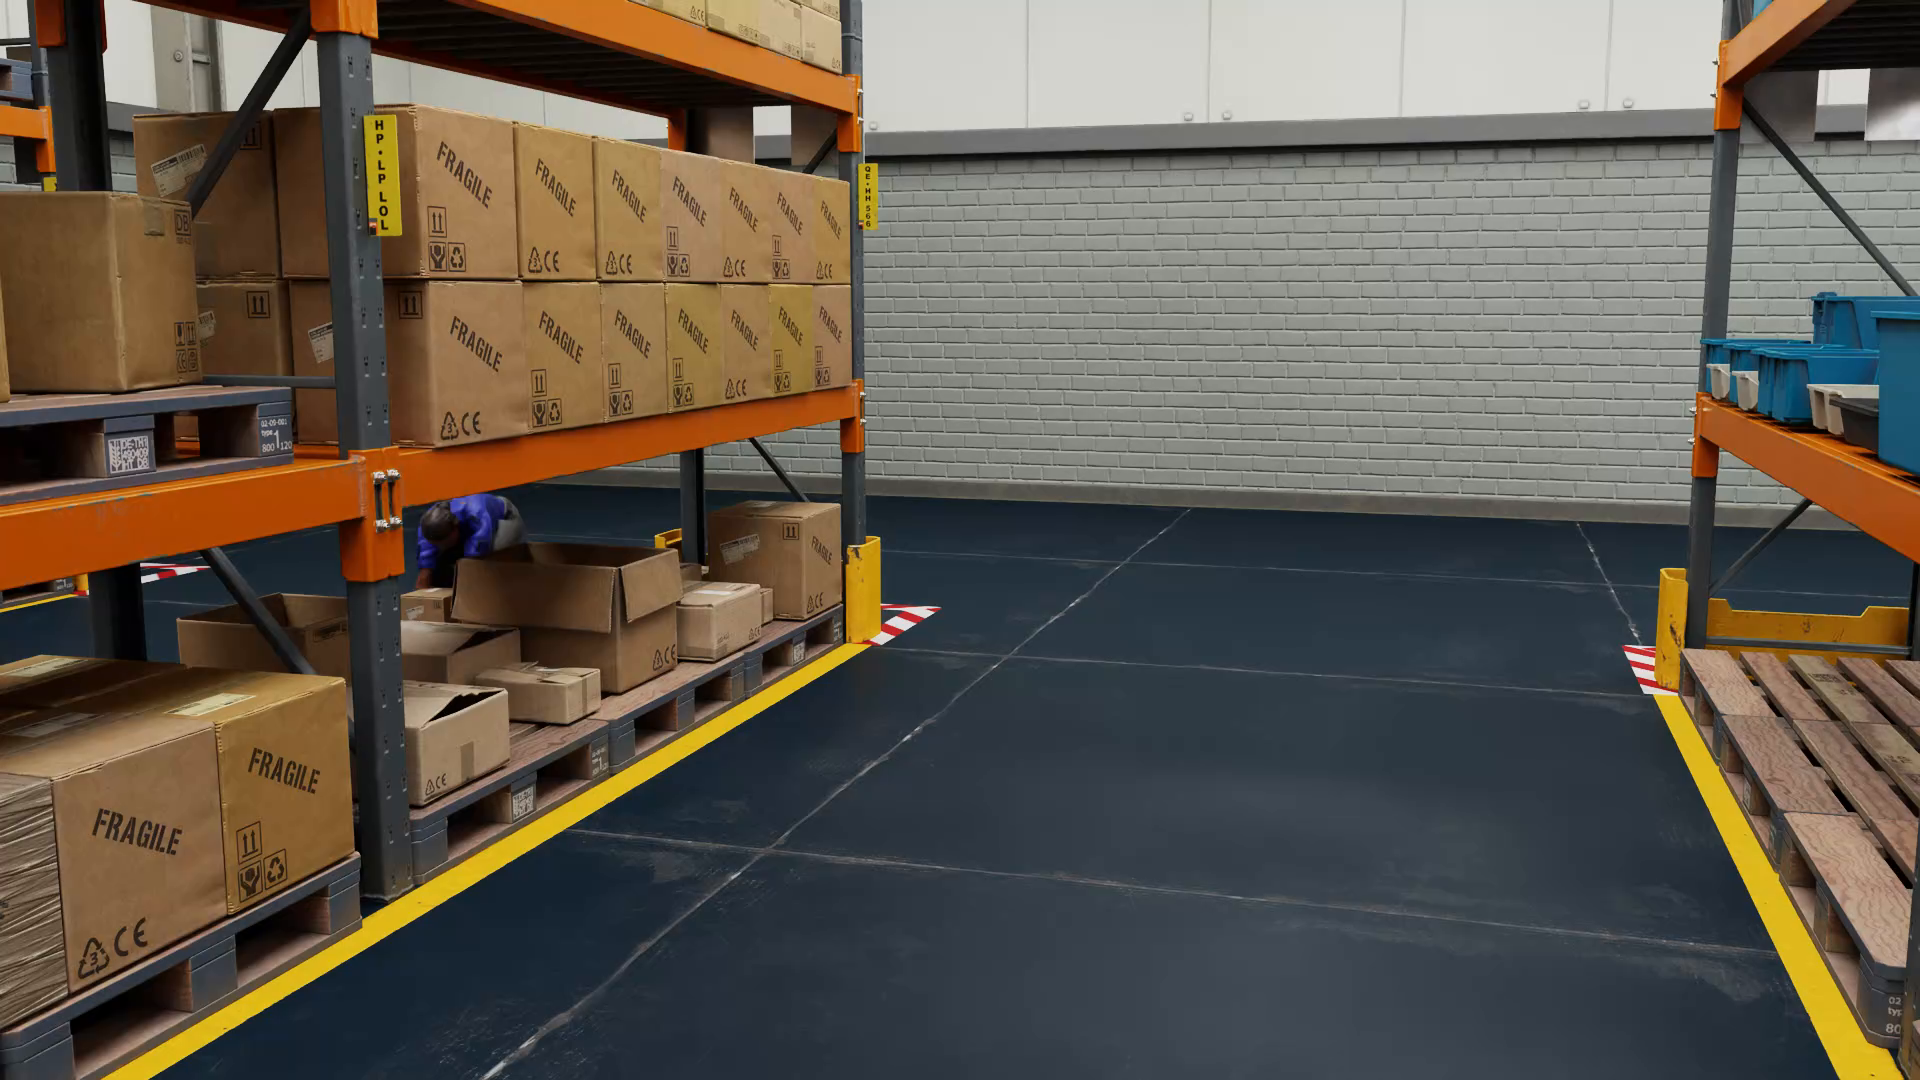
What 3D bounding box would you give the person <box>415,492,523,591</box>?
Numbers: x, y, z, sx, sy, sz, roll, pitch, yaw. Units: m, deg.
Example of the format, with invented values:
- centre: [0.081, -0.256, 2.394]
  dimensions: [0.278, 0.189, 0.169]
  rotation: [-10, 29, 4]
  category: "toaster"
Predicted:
- centre: [-2.607, 0.120, 8.791]
  dimensions: [0.461, 0.769, 0.871]
  rotation: [1, 9, 10]
  category: "person"
